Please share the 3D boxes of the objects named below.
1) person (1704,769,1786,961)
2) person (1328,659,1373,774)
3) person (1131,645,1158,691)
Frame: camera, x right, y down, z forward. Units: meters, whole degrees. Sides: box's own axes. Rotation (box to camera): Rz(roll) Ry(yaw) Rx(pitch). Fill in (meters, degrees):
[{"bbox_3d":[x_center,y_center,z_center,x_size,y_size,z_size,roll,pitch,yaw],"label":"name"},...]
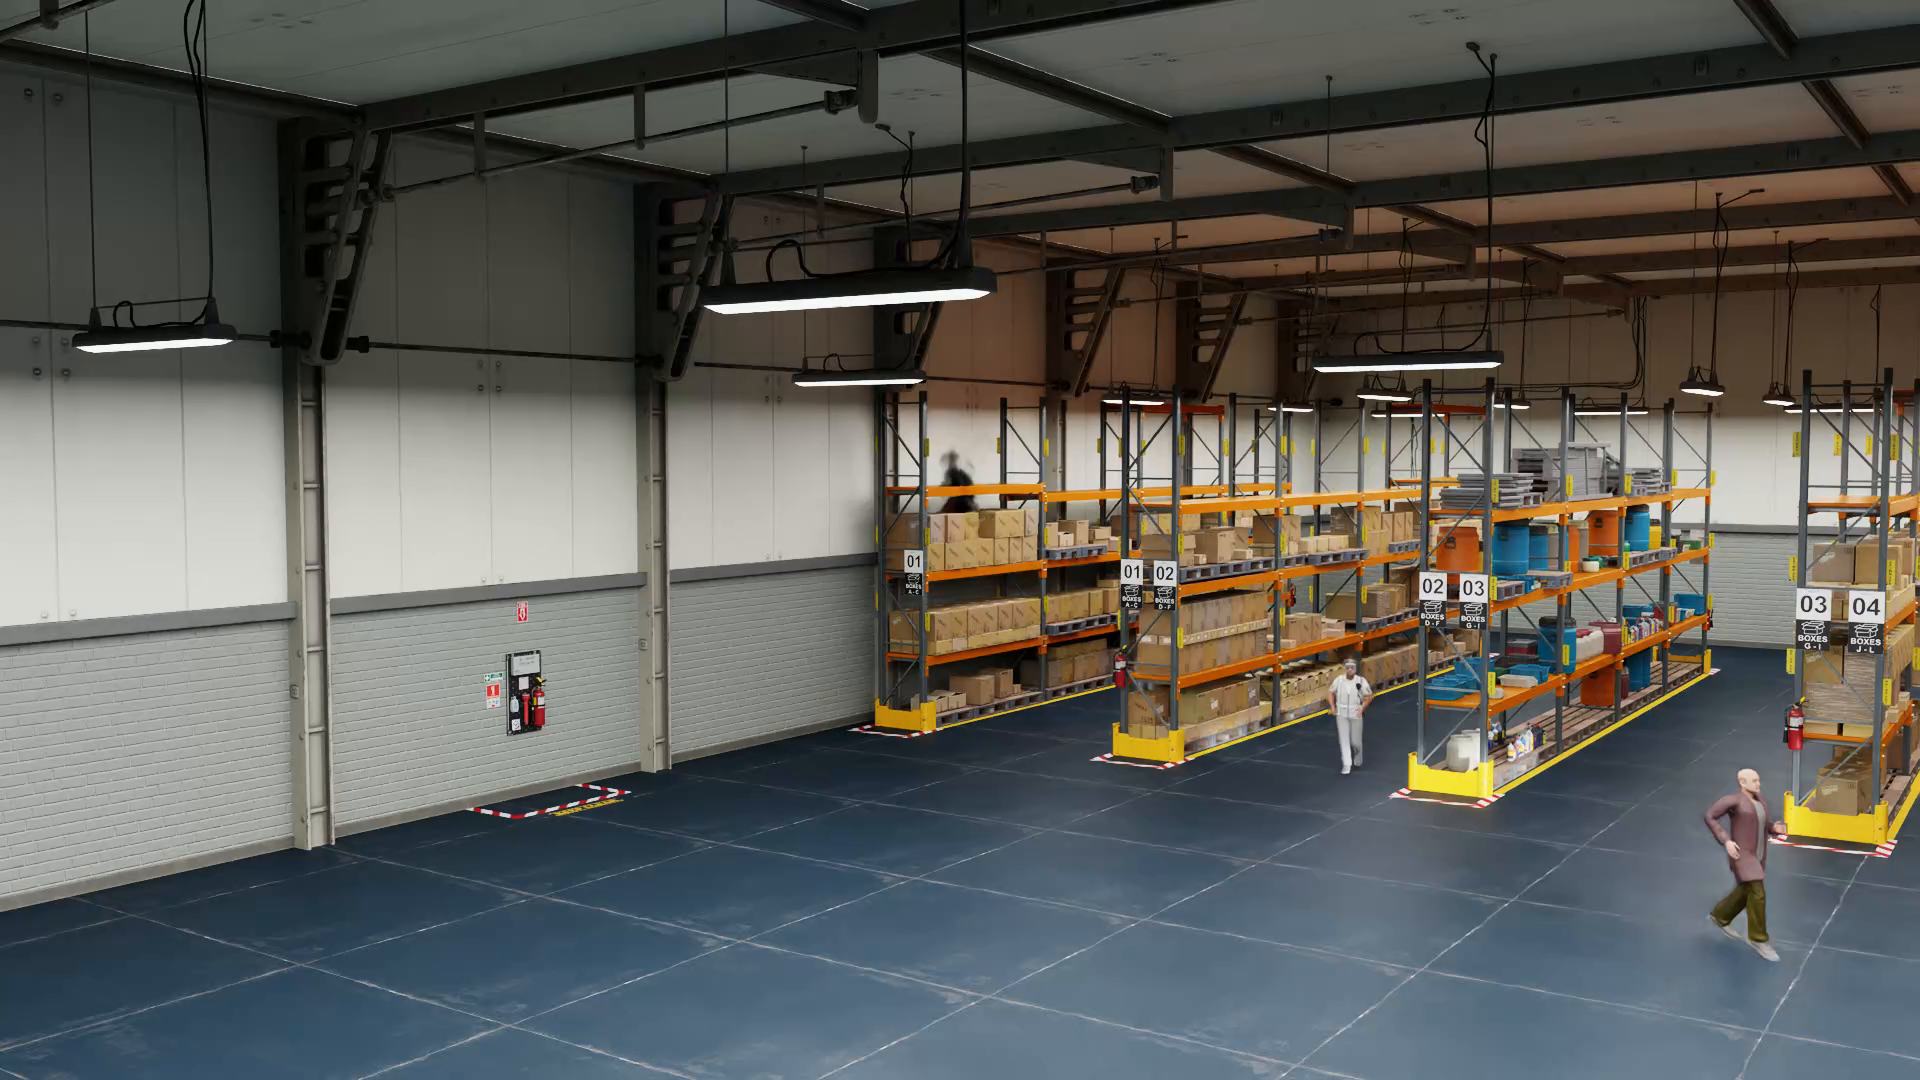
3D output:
[{"bbox_3d":[7.830,3.185,16.586,0.694,1.823,0.876,-2,4,-31],"label":"person"},{"bbox_3d":[6.031,2.696,25.743,0.689,1.759,0.722,1,3,19],"label":"person"},{"bbox_3d":[3.393,2.447,30.128,0.667,1.749,0.915,2,4,35],"label":"person"}]
